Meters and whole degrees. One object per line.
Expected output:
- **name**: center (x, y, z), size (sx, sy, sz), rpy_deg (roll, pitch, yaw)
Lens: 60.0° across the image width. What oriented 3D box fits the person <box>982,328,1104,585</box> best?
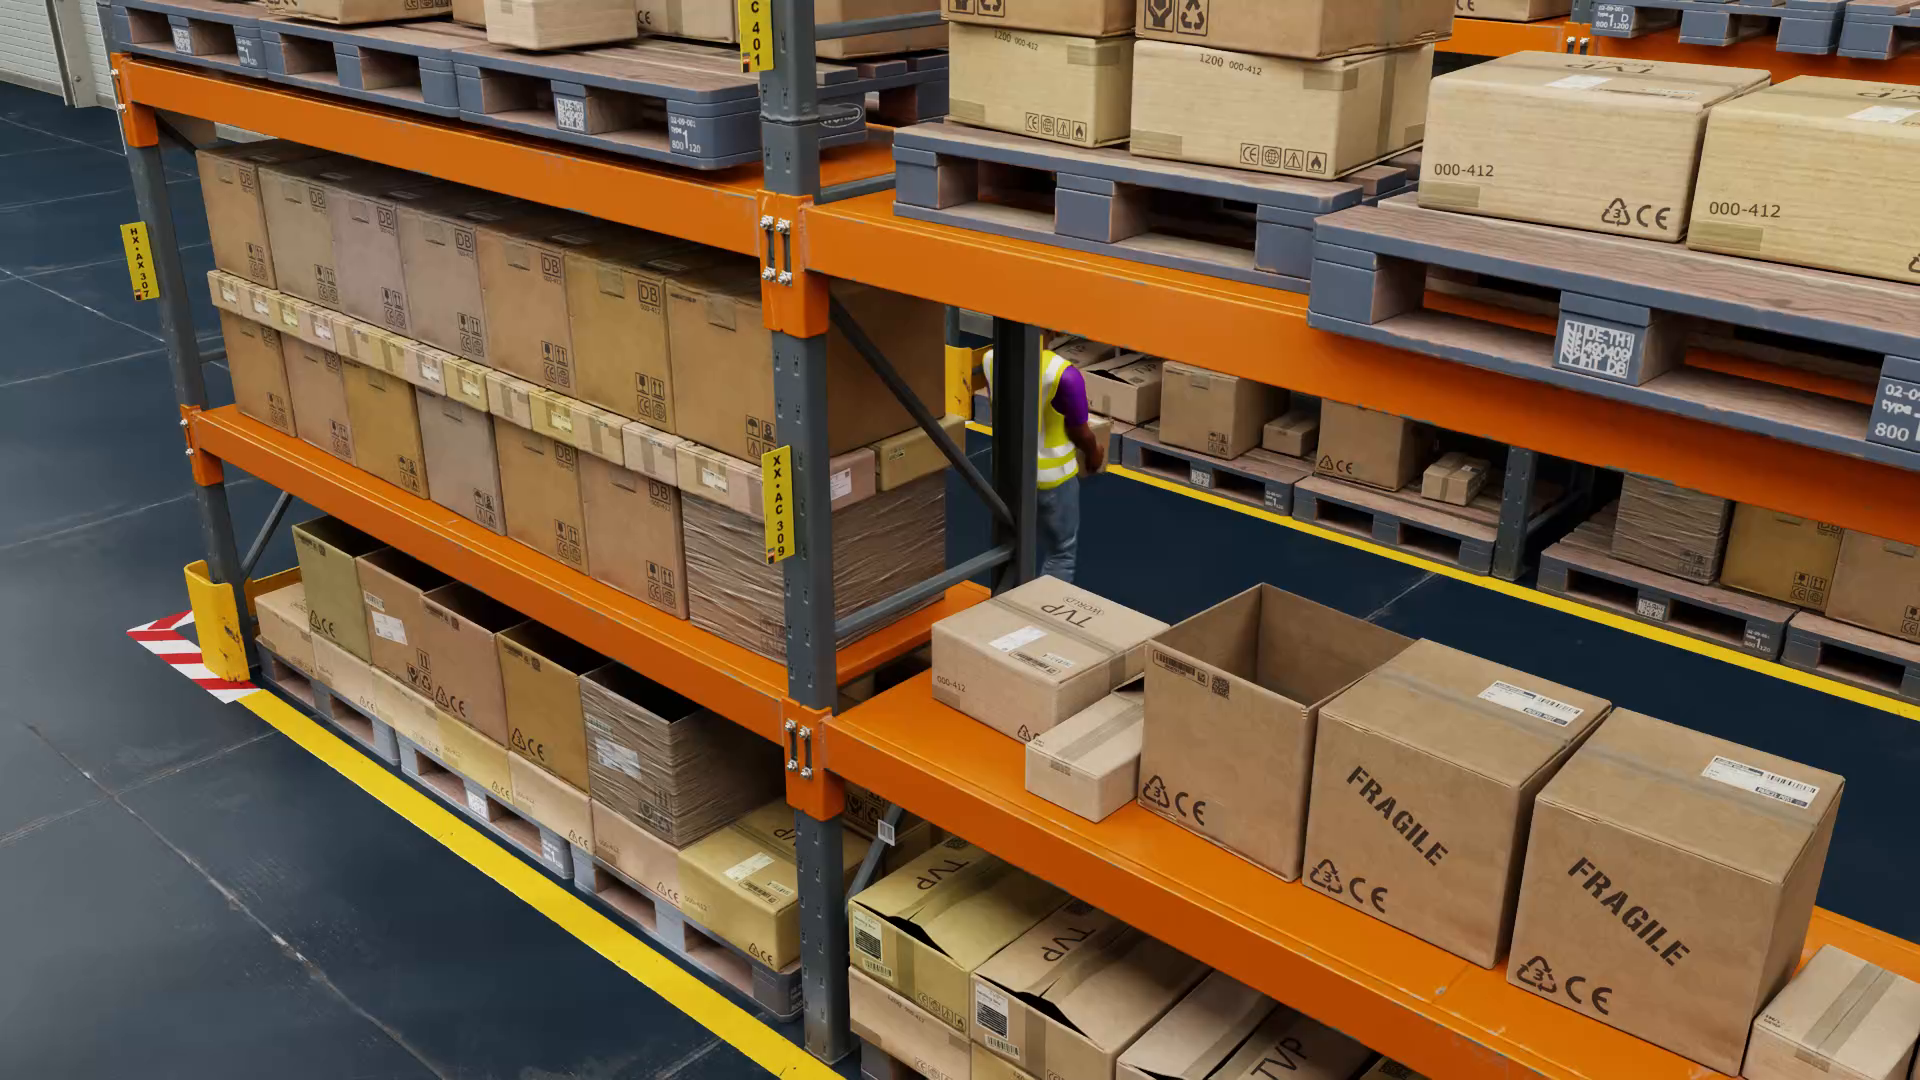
- **person**: center (0.409, -0.346, 7.853), size (0.553, 1.769, 0.532), rpy_deg (20, 30, 37)
